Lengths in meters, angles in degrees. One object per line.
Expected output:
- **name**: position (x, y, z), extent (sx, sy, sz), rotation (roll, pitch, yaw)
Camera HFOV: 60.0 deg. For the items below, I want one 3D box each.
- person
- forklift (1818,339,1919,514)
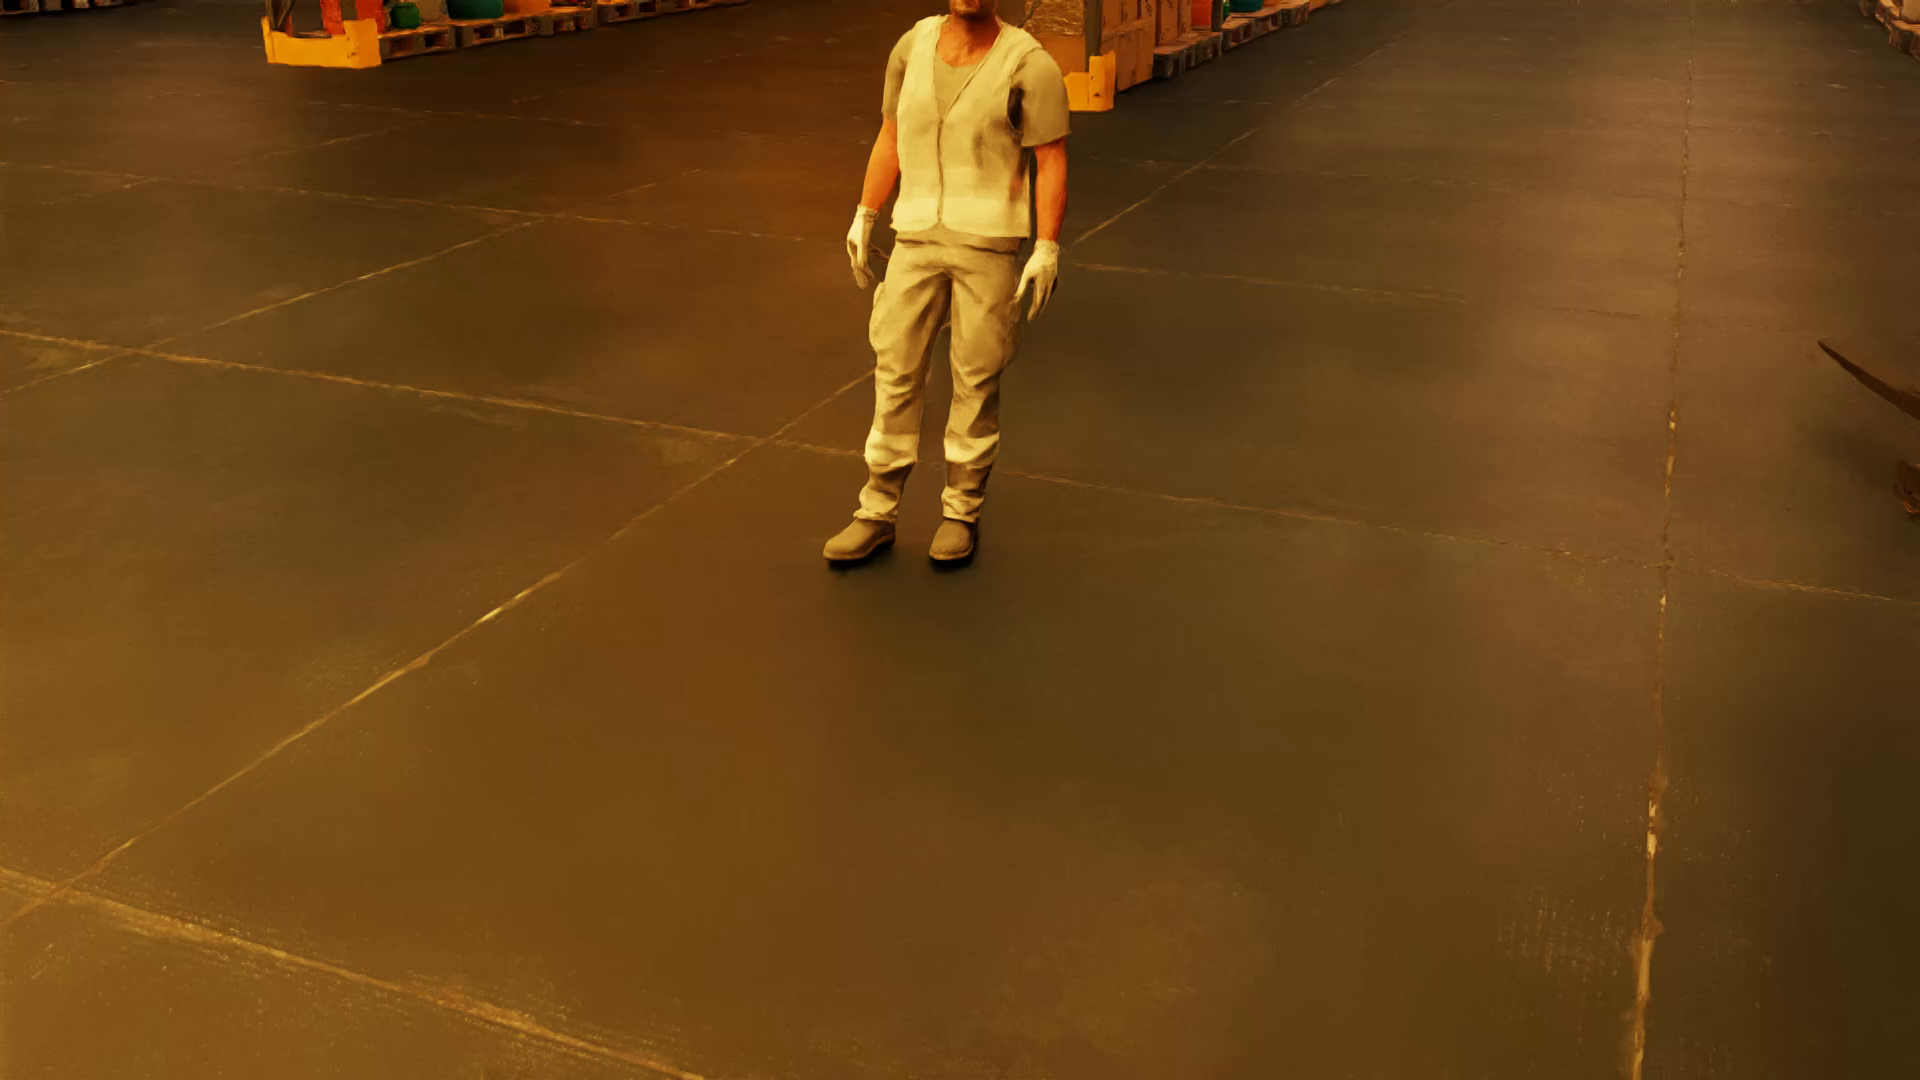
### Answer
- **person**: position (-0.041, -0.805, 4.681), extent (0.637, 1.787, 0.563), rotation (9, 24, 21)
- **forklift**: position (3.547, -1.324, 4.461), extent (1.130, 2.935, 3.031), rotation (1, 23, 2)
